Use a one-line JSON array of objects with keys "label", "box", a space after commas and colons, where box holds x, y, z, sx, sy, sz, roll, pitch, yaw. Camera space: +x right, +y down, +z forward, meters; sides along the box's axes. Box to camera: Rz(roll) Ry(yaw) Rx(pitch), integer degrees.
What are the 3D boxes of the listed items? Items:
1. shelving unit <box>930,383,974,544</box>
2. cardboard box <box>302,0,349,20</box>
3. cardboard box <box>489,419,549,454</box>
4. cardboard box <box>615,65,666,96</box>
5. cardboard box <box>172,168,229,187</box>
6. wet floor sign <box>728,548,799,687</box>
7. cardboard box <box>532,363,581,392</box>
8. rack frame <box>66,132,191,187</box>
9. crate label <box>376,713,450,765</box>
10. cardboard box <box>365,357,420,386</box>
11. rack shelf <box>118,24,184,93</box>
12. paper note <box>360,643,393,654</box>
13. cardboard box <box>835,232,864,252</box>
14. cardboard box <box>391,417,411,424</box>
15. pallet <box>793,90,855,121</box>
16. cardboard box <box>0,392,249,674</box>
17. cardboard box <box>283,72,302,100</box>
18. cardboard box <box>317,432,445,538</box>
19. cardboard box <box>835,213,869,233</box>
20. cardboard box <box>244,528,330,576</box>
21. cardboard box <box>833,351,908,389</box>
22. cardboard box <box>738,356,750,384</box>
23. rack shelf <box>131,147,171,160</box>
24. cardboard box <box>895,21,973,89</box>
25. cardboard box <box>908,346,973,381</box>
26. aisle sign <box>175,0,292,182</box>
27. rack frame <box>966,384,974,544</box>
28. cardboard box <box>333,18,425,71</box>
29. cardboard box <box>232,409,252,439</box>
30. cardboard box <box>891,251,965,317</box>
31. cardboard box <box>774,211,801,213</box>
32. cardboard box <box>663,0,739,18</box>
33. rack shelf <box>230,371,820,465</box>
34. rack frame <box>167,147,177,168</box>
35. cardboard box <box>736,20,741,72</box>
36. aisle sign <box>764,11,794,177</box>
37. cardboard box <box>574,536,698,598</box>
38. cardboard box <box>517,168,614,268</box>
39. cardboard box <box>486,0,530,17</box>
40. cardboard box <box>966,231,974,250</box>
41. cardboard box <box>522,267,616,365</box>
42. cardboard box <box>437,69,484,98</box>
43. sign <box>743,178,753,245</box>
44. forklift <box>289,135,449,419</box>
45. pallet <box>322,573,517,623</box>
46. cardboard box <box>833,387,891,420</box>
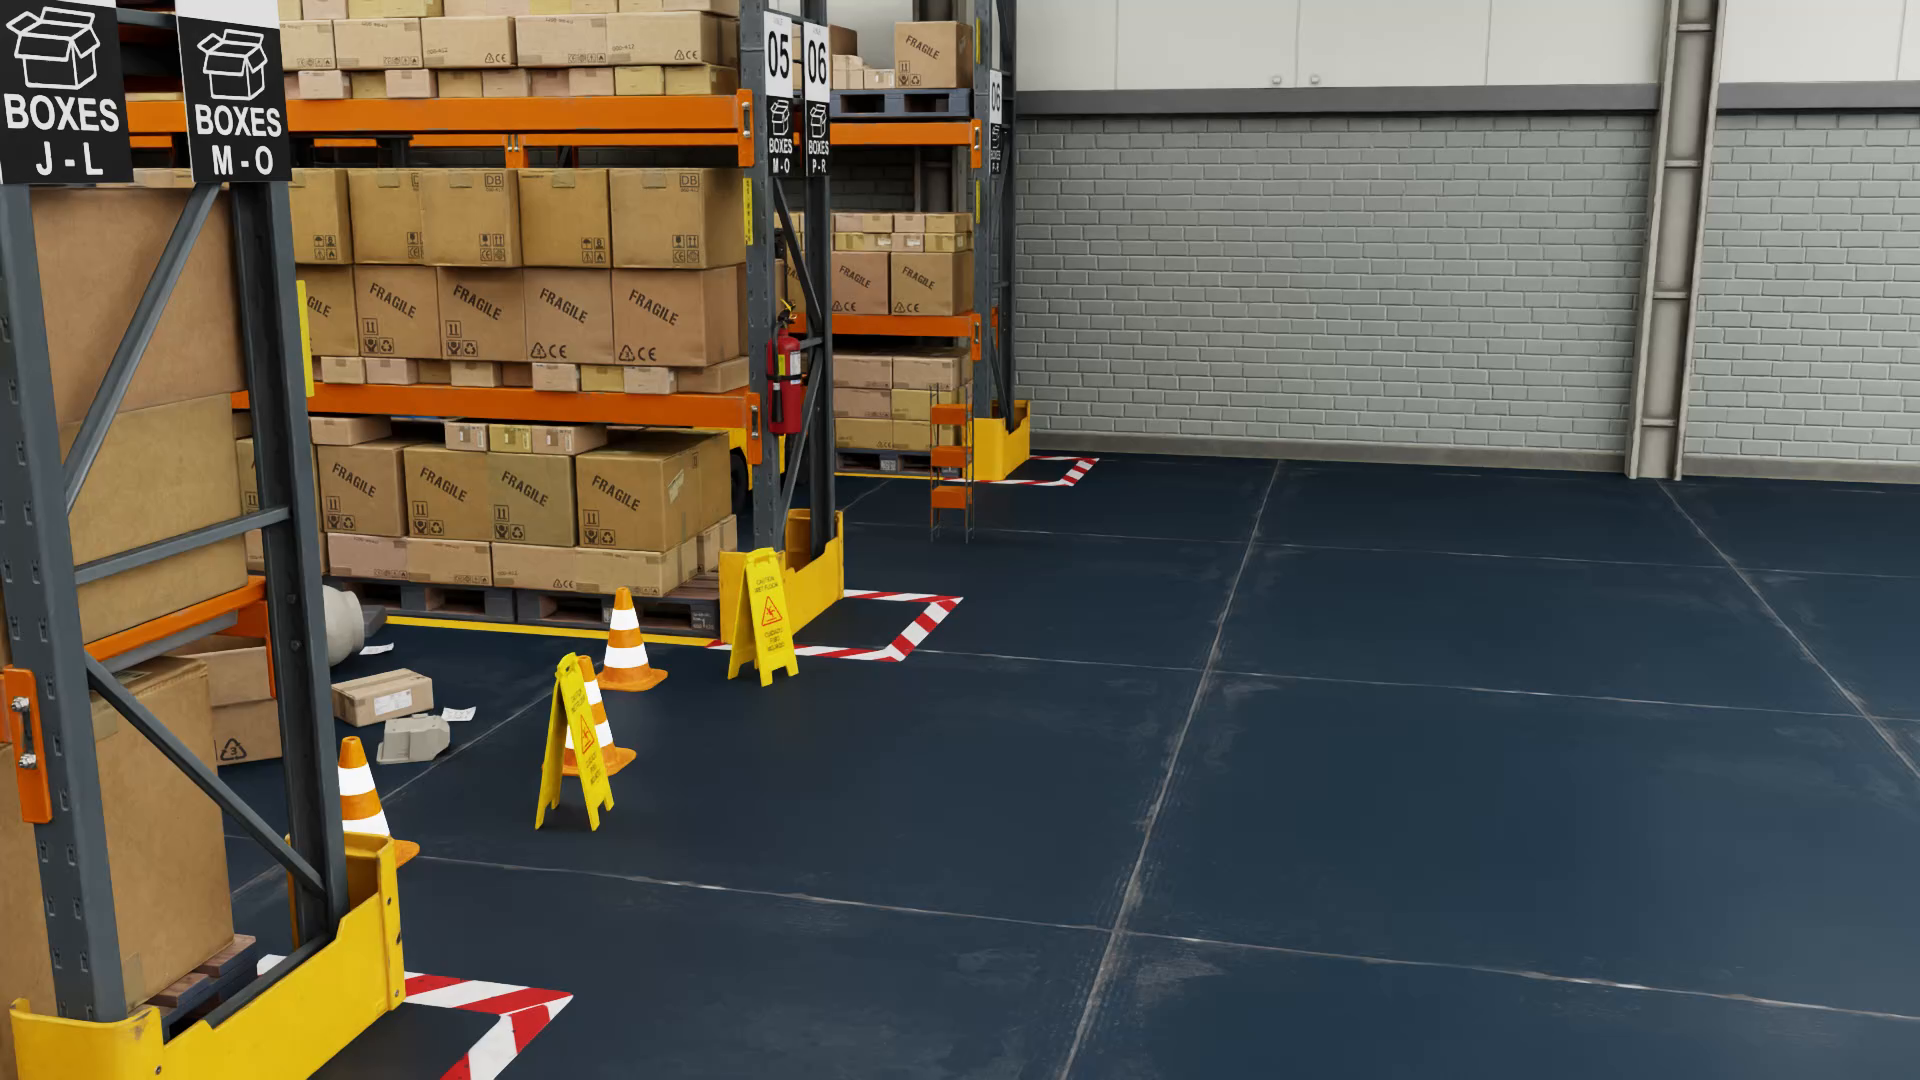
[{"label": "shelving unit", "box": [-0.052, -0.515, 11.133, 0.252, 1.050, 0.215, 3, 13, 14]}, {"label": "cardboard box", "box": [-3.278, -2.824, 8.851, 0.250, 0.149, 0.380, 3, 13, 13]}, {"label": "cardboard box", "box": [-2.355, -0.577, 9.061, 0.250, 0.149, 0.380, 3, 13, 14]}, {"label": "cardboard box", "box": [-1.562, -2.334, 8.483, 0.250, 0.149, 0.380, 3, 13, 14]}, {"label": "cardboard box", "box": [-3.917, -1.817, 9.271, 0.500, 0.500, 0.700, 3, 13, 14]}, {"label": "wet floor sign", "box": [-0.971, 0.358, 8.132, 0.232, 0.644, 0.267, 8, 15, 33]}, {"label": "cardboard box", "box": [-2.087, -0.893, 8.913, 0.250, 0.149, 0.380, 3, 13, 15]}, {"label": "rack frame", "box": [-4.783, -1.234, 9.871, 0.127, 3.000, 1.000, 3, 13, 14]}, {"label": "crate label", "box": [-2.340, 0.843, 7.117, 0.298, 0.136, 0.250, -4, 13, -16]}, {"label": "cardboard box", "box": [-3.063, -0.952, 9.180, 0.250, 0.149, 0.380, 3, 13, 13]}, {"label": "rack shelf", "box": [-3.929, -1.197, 4.441, 4.000, 0.370, 1.077, 3, 13, 14]}, {"label": "paper note", "box": [-3.026, 0.562, 8.628, 0.148, 0.019, 0.142, -1, 13, -6]}, {"label": "cardboard box", "box": [-0.848, -2.444, 13.595, 0.250, 0.149, 0.380, 3, 13, 13]}, {"label": "cardboard box", "box": [-3.650, -0.463, 10.041, 0.500, 0.500, 0.500, 3, 13, 15]}, {"label": "pallet", "box": [-1.582, -3.597, 13.799, 1.213, 0.211, 1.003, 3, 13, 14]}, {"label": "cardboard box", "box": [-2.358, -0.063, 4.248, 0.550, 0.550, 0.875, 3, 13, 14]}, {"label": "cardboard box", "box": [-3.541, -2.456, 9.031, 0.250, 0.149, 0.380, 3, 13, 12]}, {"label": "cardboard box", "box": [-3.249, -0.323, 9.411, 0.500, 0.500, 0.500, 4, 13, 16]}, {"label": "cardboard box", "box": [-0.843, -2.598, 13.604, 0.250, 0.149, 0.380, 3, 13, 14]}, {"label": "cardboard box", "box": [-3.754, 0.016, 9.615, 0.500, 0.250, 0.500, 4, 13, 17]}, {"label": "cardboard box", "box": [-0.733, -1.405, 13.711, 0.500, 0.250, 0.500, 3, 13, 15]}, {"label": "cardboard box", "box": [-1.179, -0.965, 9.238, 0.250, 0.149, 0.380, 3, 13, 14]}, {"label": "rack shelf", "box": [-9.422, -3.703, 15.733, 4.000, 0.370, 1.077, 3, 13, 14]}, {"label": "cardboard box", "box": [-0.202, -3.809, 13.122, 0.500, 0.500, 0.500, 3, 13, 15]}, {"label": "cardboard box", "box": [-0.135, -1.486, 14.077, 0.500, 0.250, 0.500, 3, 13, 13]}, {"label": "aisle sign", "box": [-1.846, -1.309, 4.206, 0.004, 0.787, 0.394, 3, 13, 14]}, {"label": "rack frame", "box": [0.066, -0.509, 11.104, 0.008, 1.050, 0.200, 3, 13, 14]}, {"label": "cardboard box", "box": [-2.944, -2.611, 8.810, 0.500, 0.250, 0.500, 3, 13, 14]}, {"label": "cardboard box", "box": [-4.168, -0.673, 9.492, 0.250, 0.149, 0.380, 3, 13, 14]}, {"label": "cardboard box", "box": [-0.254, -2.090, 13.496, 0.500, 0.500, 0.500, 3, 13, 12]}, {"label": "cardboard box", "box": [-1.483, -2.730, 14.198, 0.250, 0.149, 0.380, 3, 13, 14]}, {"label": "cardboard box", "box": [-1.298, -2.713, 8.351, 0.250, 0.149, 0.380, 3, 13, 14]}, {"label": "rack shelf", "box": [-2.841, -0.779, 9.481, 4.000, 0.370, 1.077, 3, 13, 14]}, {"label": "rack frame", "box": [-7.481, -2.486, 15.512, 0.127, 3.000, 1.000, 3, 13, 14]}, {"label": "cardboard box", "box": [-1.324, -2.645, 8.965, 0.500, 0.250, 0.500, 3, 13, 13]}, {"label": "aisle sign", "box": [-0.909, -2.232, 8.364, 0.004, 0.787, 0.394, 3, 13, 14]}, {"label": "cardboard box", "box": [-1.772, 0.124, 9.127, 0.500, 0.250, 0.500, 3, 13, 13]}, {"label": "cardboard box", "box": [-1.937, -1.717, 8.822, 0.500, 0.500, 0.700, 3, 13, 14]}, {"label": "cardboard box", "box": [-2.261, -2.782, 8.662, 0.250, 0.149, 0.380, 3, 13, 14]}, {"label": "cardboard box", "box": [0.019, -2.508, 13.885, 0.250, 0.149, 0.380, 3, 13, 12]}, {"label": "cardboard box", "box": [-1.977, -1.218, 8.880, 0.500, 0.500, 0.500, 3, 13, 14]}, {"label": "cardboard box", "box": [-2.549, -2.400, 8.782, 0.250, 0.149, 0.380, 3, 13, 12]}, {"label": "sign", "box": [-1.052, -1.630, 8.254, 0.005, 0.325, 0.100, 3, 13, 14]}, {"label": "forklift", "box": [-4.622, -1.895, 13.007, 1.130, 2.935, 3.031, -3, 13, -11]}, {"label": "pallet", "box": [-2.934, 0.217, 9.766, 1.213, 0.211, 1.003, 3, 13, 14]}, {"label": "cardboard box", "box": [-0.745, -1.165, 13.784, 0.500, 0.250, 0.500, 3, 13, 13]}]
